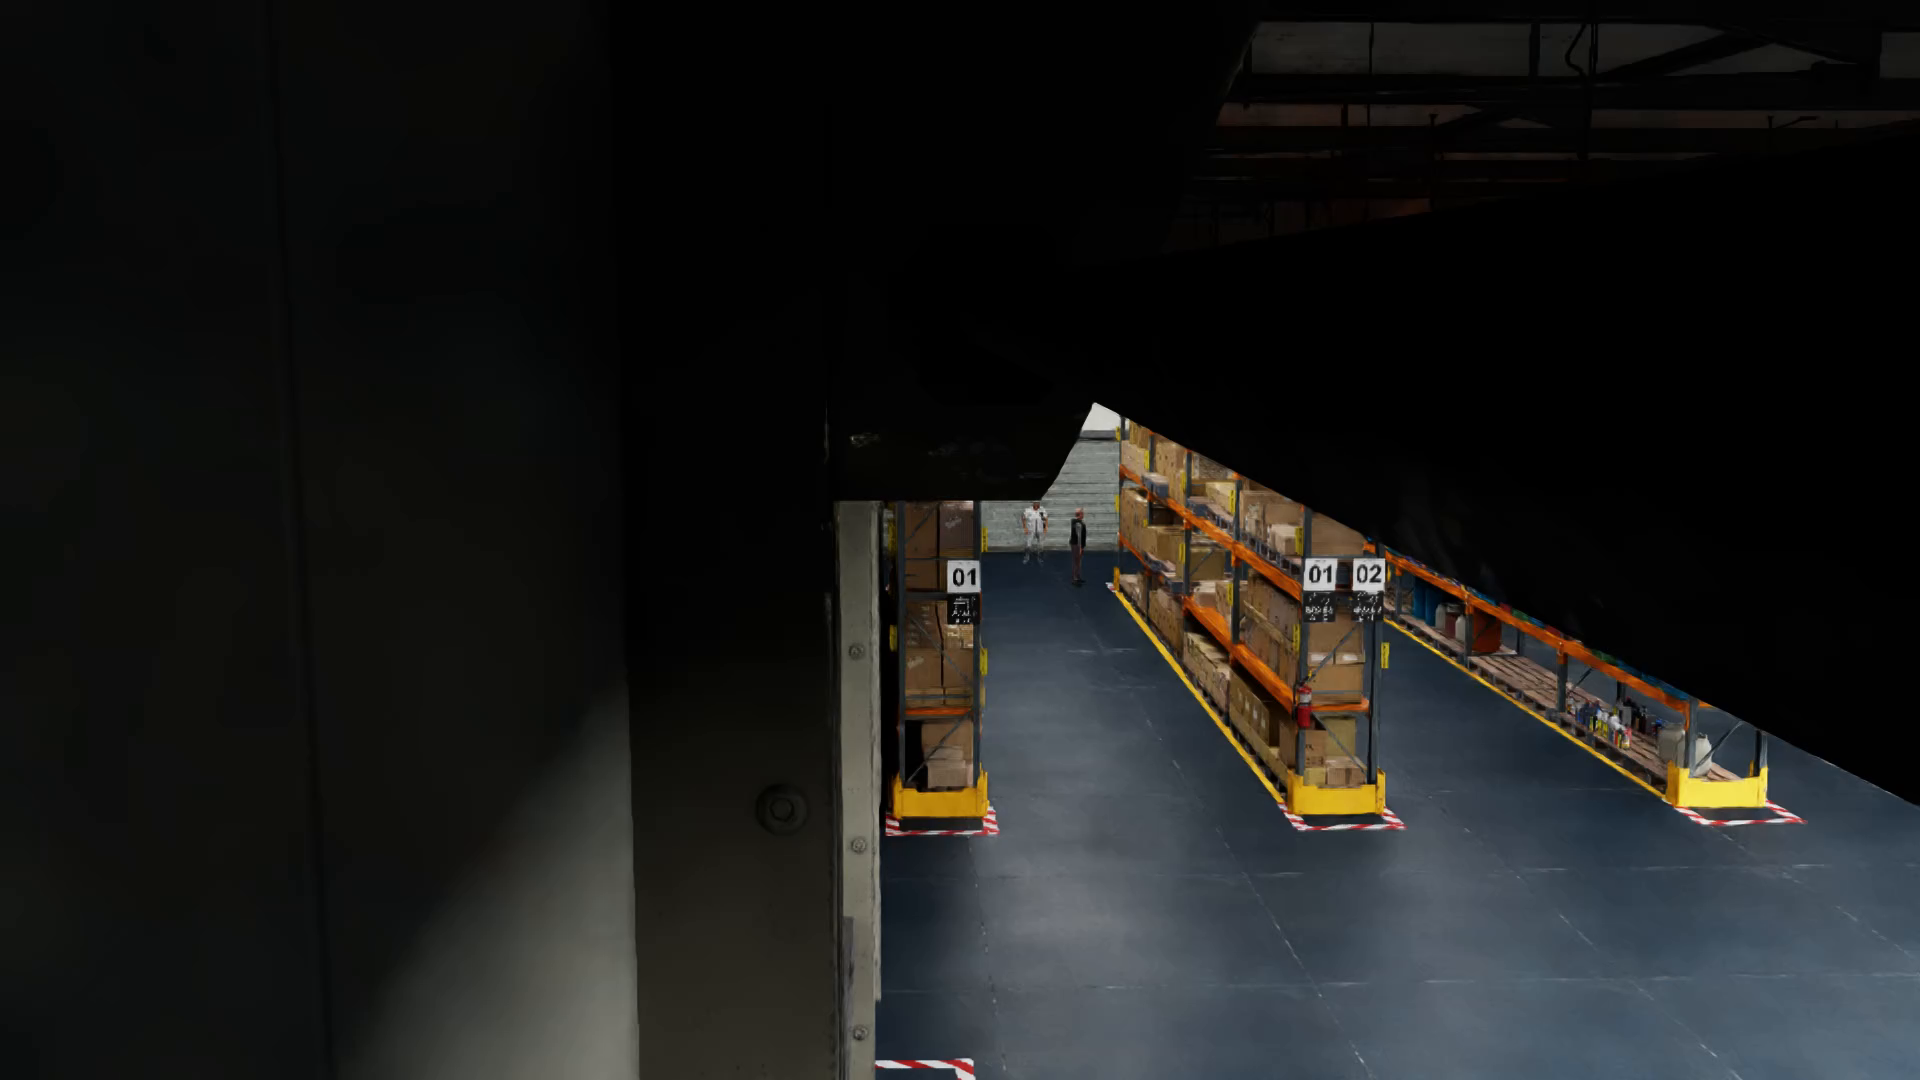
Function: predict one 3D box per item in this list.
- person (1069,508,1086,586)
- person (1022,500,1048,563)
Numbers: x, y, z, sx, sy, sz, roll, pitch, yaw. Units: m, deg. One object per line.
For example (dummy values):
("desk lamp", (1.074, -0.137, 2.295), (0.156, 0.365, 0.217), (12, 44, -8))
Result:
("person", (2.642, 0.132, 37.062), (0.402, 1.726, 0.585), (0, 8, -3))
("person", (1.817, -0.232, 40.149), (0.625, 1.611, 0.582), (-1, 8, -4))
